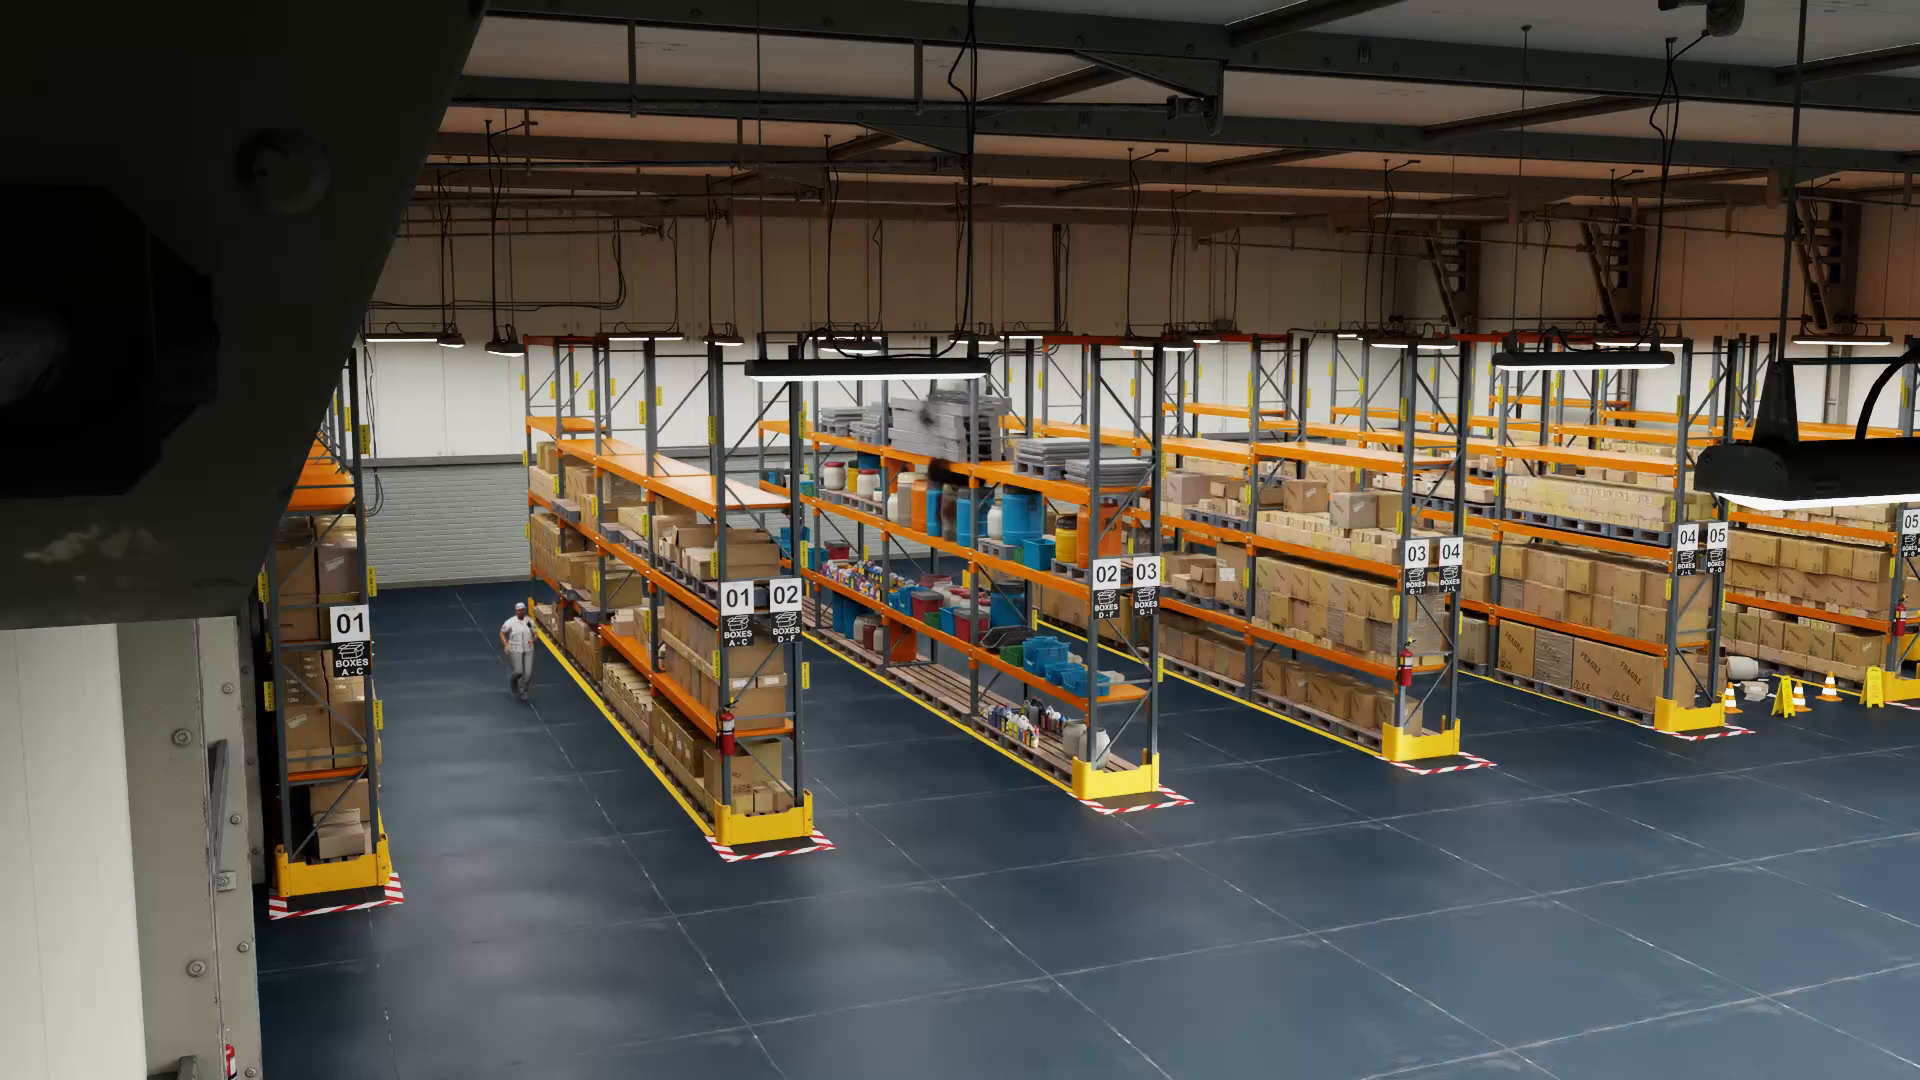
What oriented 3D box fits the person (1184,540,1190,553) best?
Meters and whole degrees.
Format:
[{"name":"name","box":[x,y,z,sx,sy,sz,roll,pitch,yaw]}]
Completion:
[{"name":"person","box":[5.723,-0.078,41.876,0.699,1.747,0.641,-5,9,-35]}]

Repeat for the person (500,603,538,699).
[{"name":"person","box":[-7.293,1.856,27.669,0.606,1.626,0.537,-4,9,-29]}]
